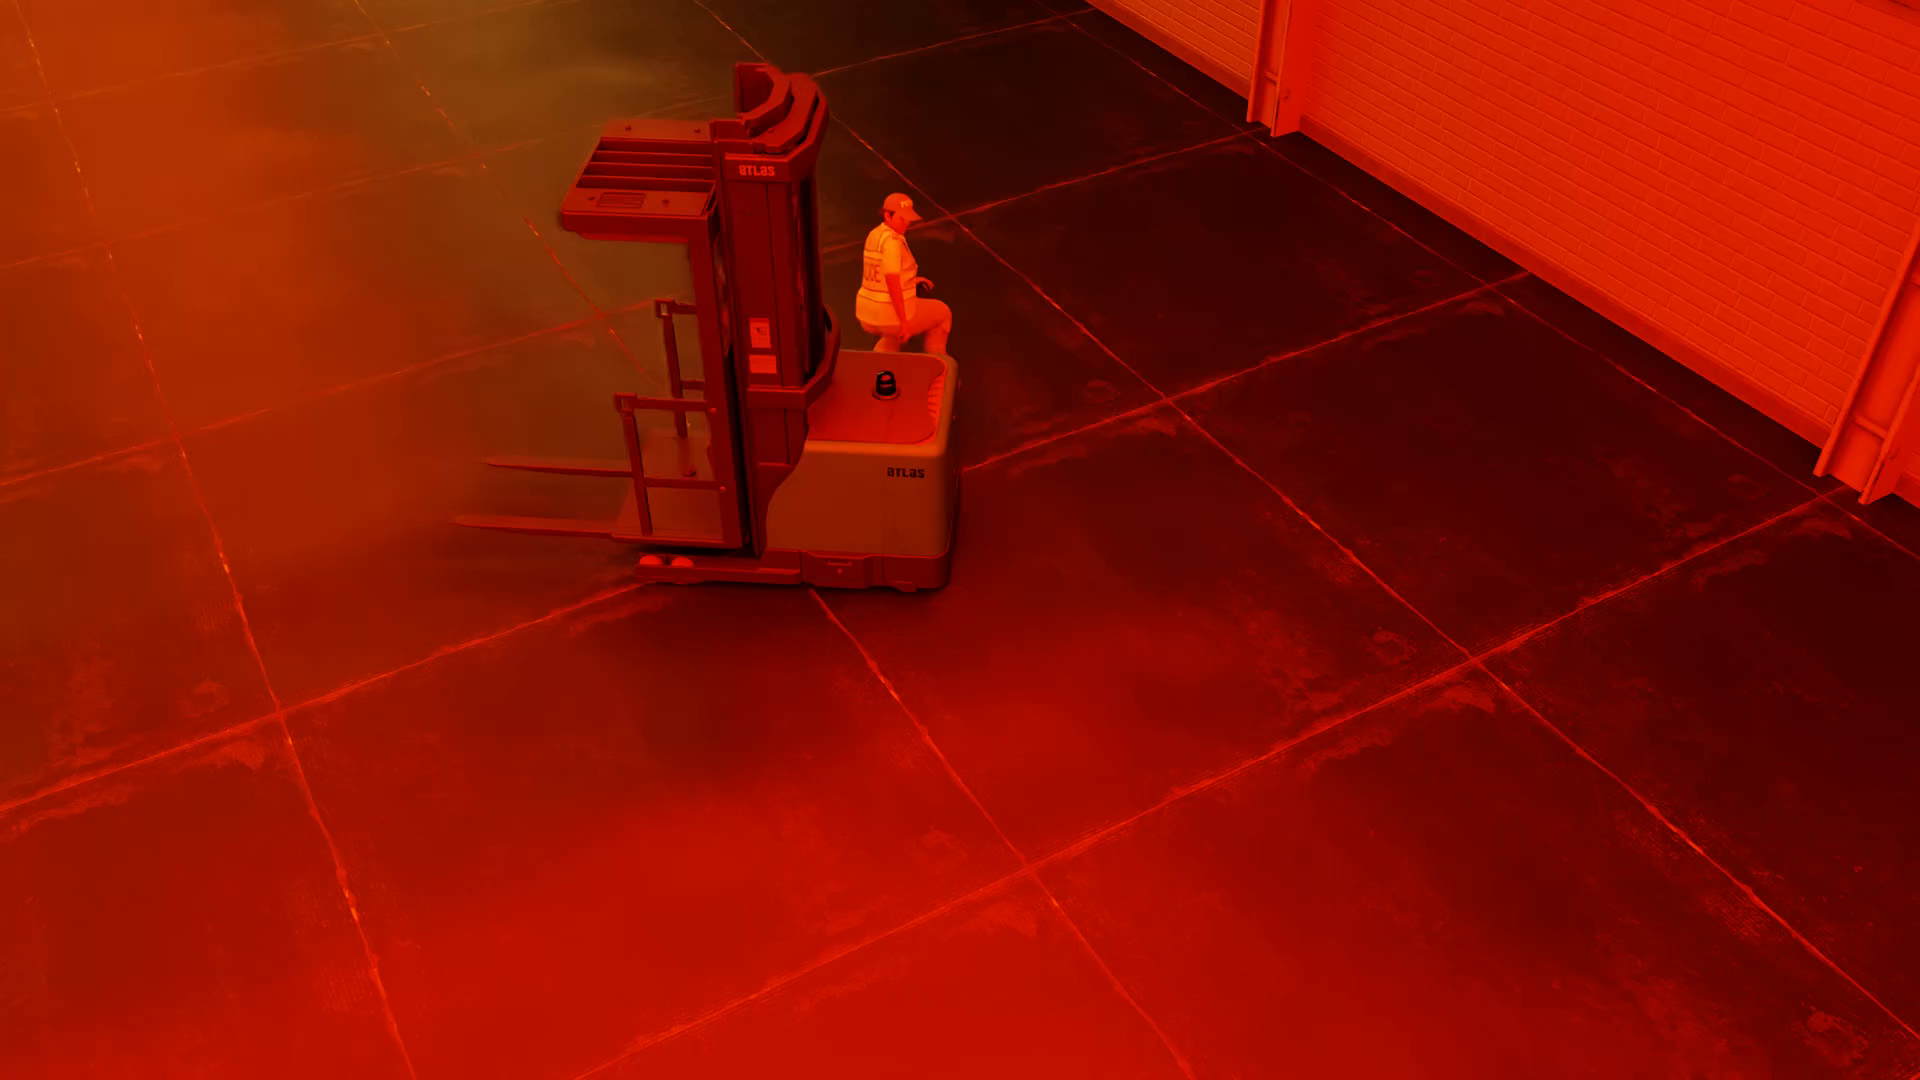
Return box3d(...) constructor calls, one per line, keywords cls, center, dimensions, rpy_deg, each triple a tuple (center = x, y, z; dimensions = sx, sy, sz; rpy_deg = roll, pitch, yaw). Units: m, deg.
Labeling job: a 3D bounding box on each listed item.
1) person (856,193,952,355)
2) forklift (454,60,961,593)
box3d(cls="person", center=(-0.362, -1.603, 11.150), dimensions=(0.718, 1.463, 0.708), rpy_deg=(-29, 48, -30))
box3d(cls="forklift", center=(-1.540, -1.192, 9.473), dimensions=(3.031, 2.935, 1.130), rpy_deg=(3, 40, 4))
